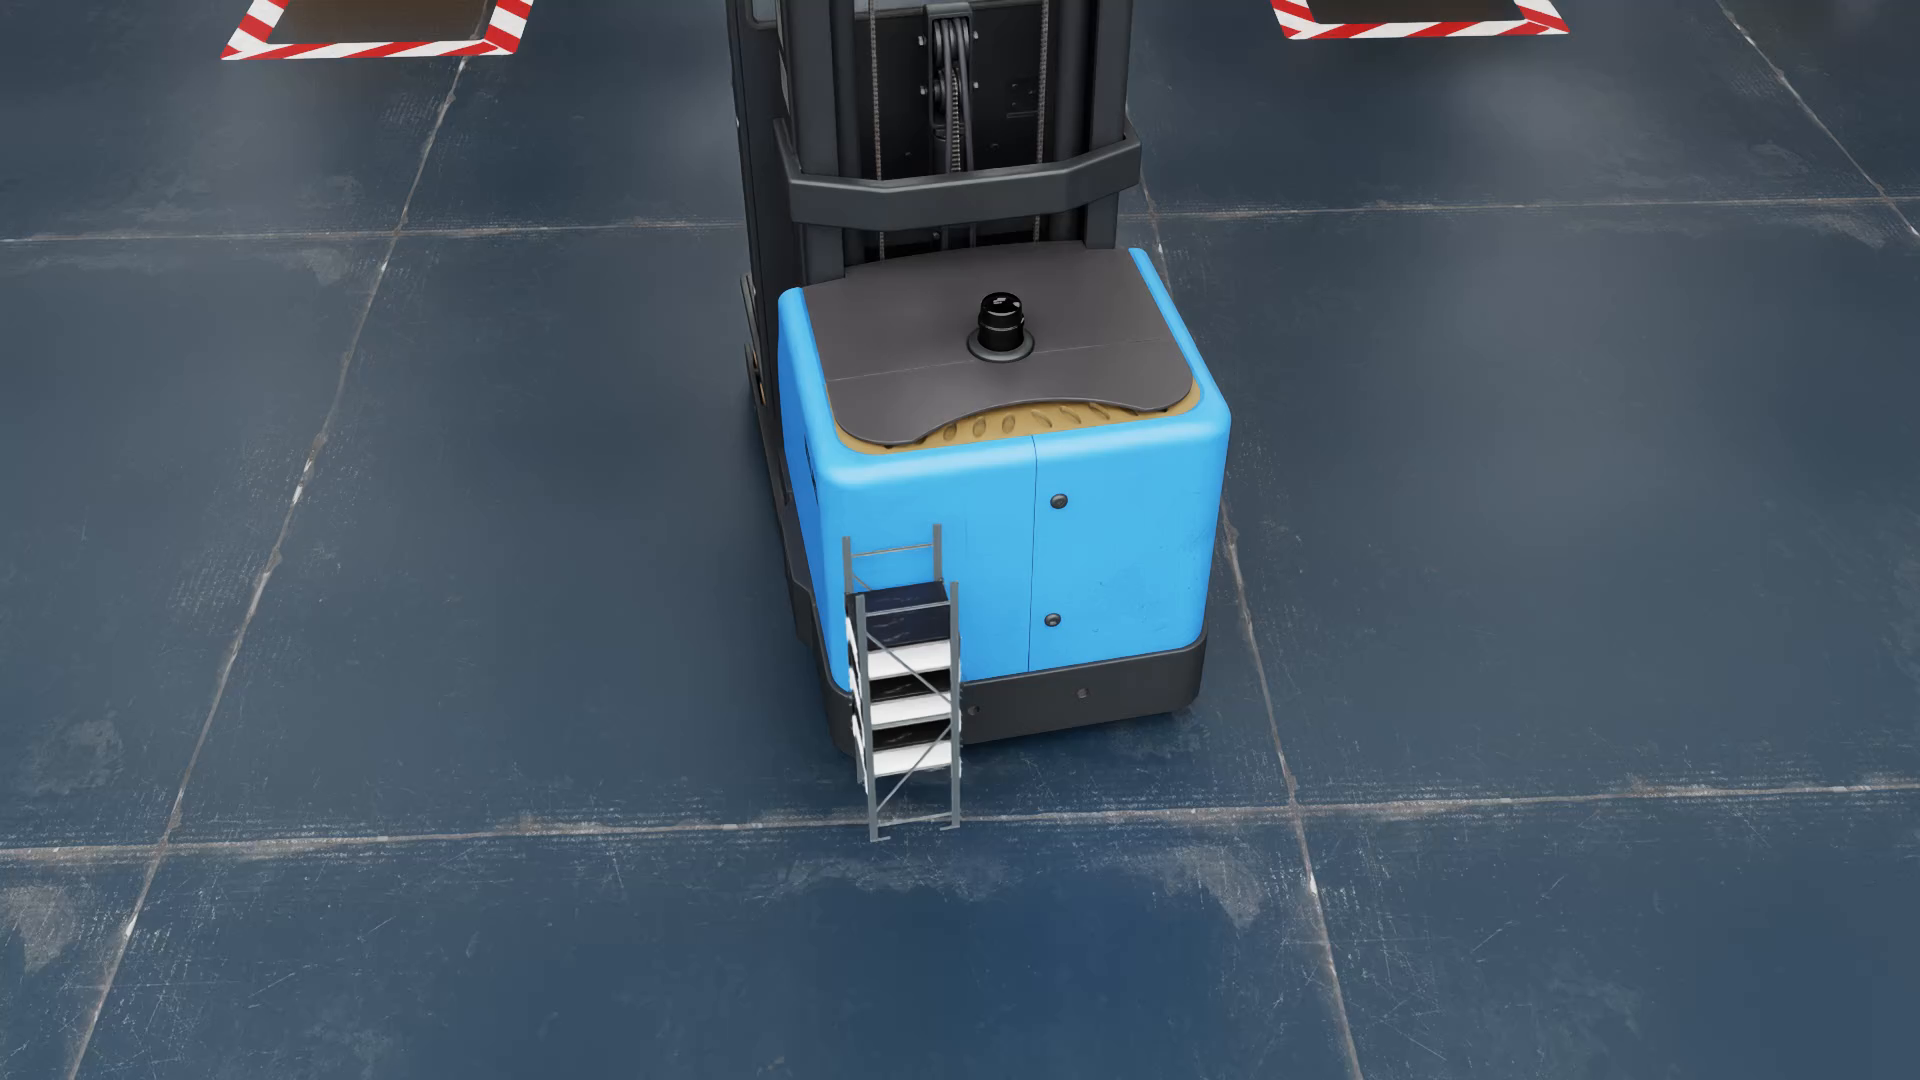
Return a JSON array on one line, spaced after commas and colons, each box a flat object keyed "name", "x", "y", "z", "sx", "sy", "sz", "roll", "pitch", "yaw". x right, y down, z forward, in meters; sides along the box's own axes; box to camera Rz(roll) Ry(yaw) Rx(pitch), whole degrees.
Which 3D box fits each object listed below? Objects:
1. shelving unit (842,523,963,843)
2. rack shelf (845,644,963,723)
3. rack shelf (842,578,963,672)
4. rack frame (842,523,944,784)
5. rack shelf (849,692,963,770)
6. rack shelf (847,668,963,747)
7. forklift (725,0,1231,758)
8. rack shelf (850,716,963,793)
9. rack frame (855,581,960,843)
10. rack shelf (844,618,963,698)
[{"name": "shelving unit", "x": -0.140, "y": 0.378, "z": 4.171, "sx": 0.258, "sy": 0.900, "sz": 0.210, "roll": -8, "pitch": 43, "yaw": -9}, {"name": "rack shelf", "x": -0.140, "y": 0.336, "z": 4.132, "sx": 0.258, "sy": 0.077, "sz": 0.200, "roll": -8, "pitch": 43, "yaw": -9}, {"name": "rack shelf", "x": -0.141, "y": 0.203, "z": 4.012, "sx": 0.258, "sy": 0.077, "sz": 0.200, "roll": -8, "pitch": 43, "yaw": -9}, {"name": "rack frame", "x": -0.161, "y": 0.311, "z": 4.244, "sx": 0.240, "sy": 0.900, "sz": 0.006, "roll": -8, "pitch": 43, "yaw": -9}, {"name": "rack shelf", "x": -0.140, "y": 0.469, "z": 4.253, "sx": 0.258, "sy": 0.077, "sz": 0.200, "roll": -8, "pitch": 43, "yaw": -9}, {"name": "rack shelf", "x": -0.140, "y": 0.403, "z": 4.193, "sx": 0.258, "sy": 0.077, "sz": 0.200, "roll": -8, "pitch": 43, "yaw": -9}, {"name": "forklift", "x": -0.129, "y": -1.494, "z": 4.711, "sx": 1.130, "sy": 2.935, "sz": 3.031, "roll": -8, "pitch": 43, "yaw": -9}, {"name": "rack shelf", "x": -0.140, "y": 0.536, "z": 4.314, "sx": 0.258, "sy": 0.077, "sz": 0.200, "roll": -8, "pitch": 43, "yaw": -9}, {"name": "rack frame", "x": -0.119, "y": 0.445, "z": 4.097, "sx": 0.240, "sy": 0.900, "sz": 0.006, "roll": -8, "pitch": 43, "yaw": -9}, {"name": "rack shelf", "x": -0.140, "y": 0.270, "z": 4.072, "sx": 0.258, "sy": 0.077, "sz": 0.200, "roll": -8, "pitch": 43, "yaw": -9}]
